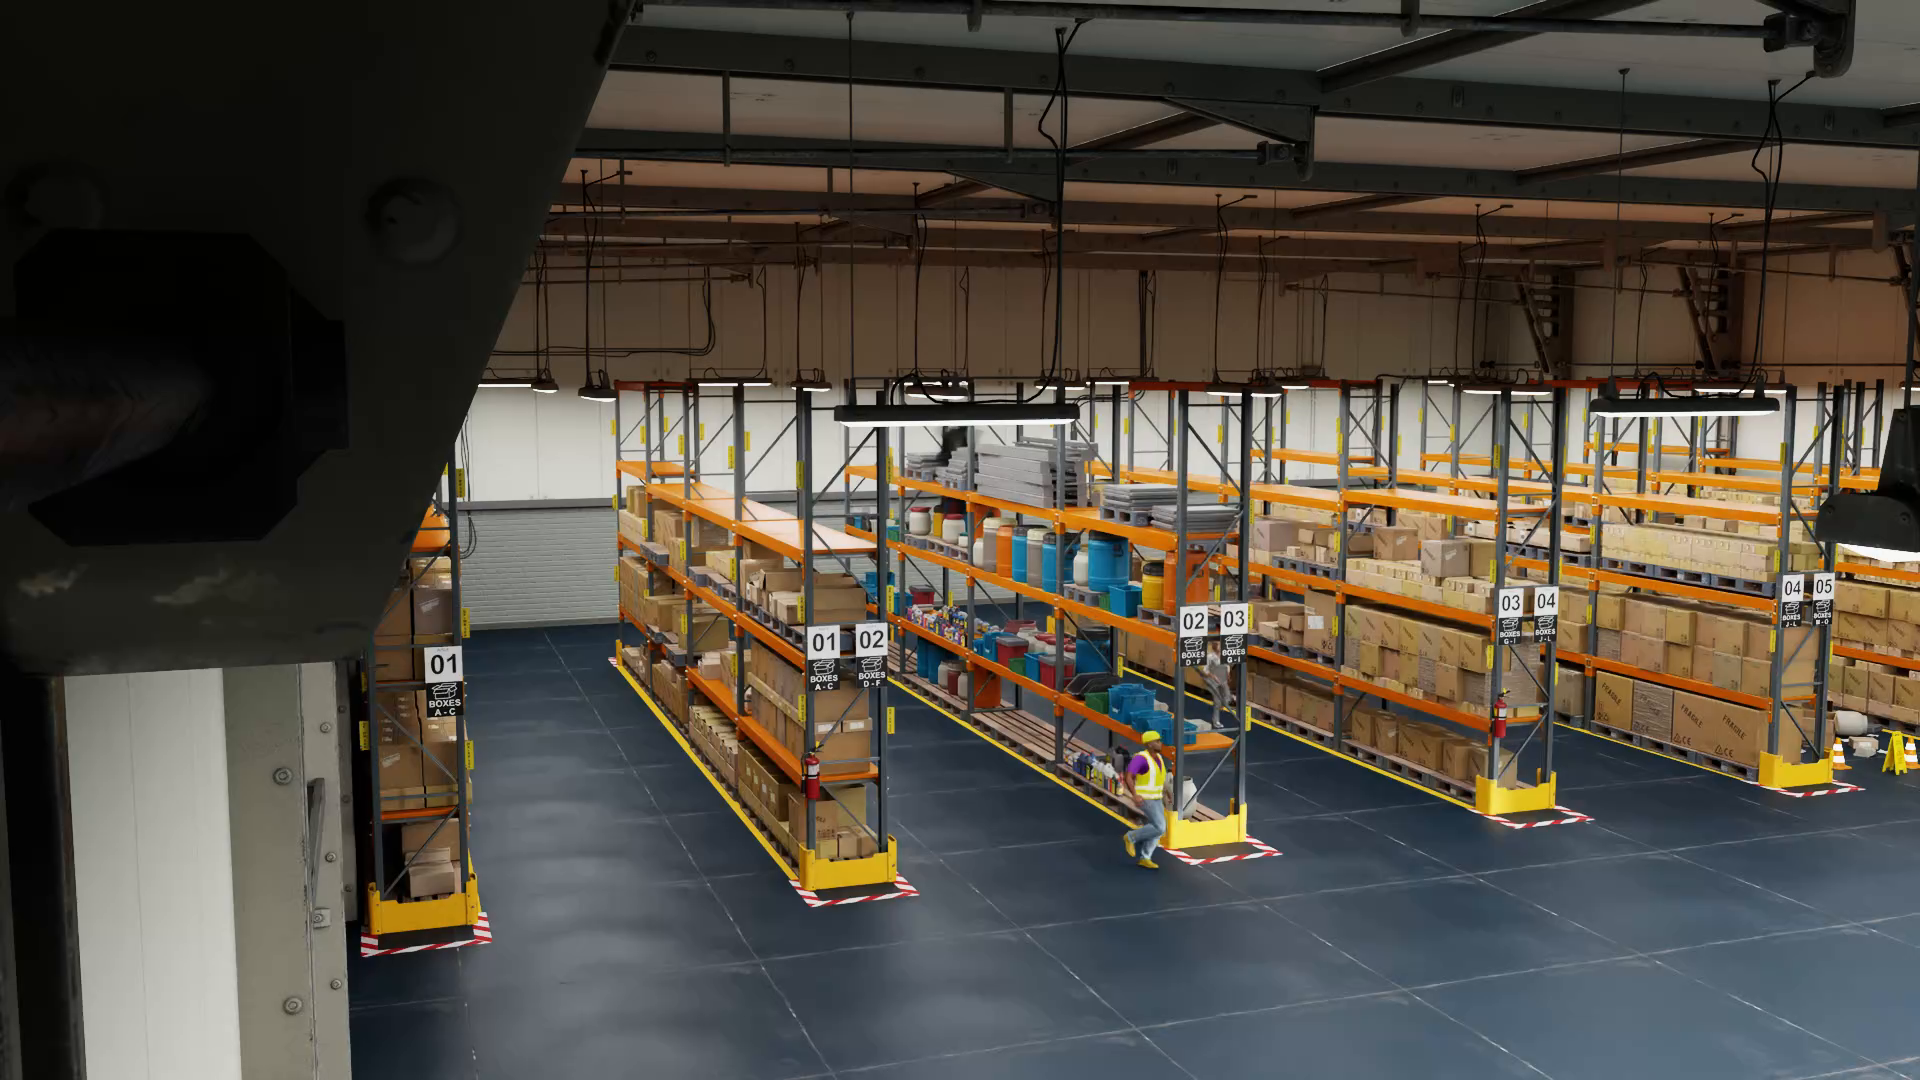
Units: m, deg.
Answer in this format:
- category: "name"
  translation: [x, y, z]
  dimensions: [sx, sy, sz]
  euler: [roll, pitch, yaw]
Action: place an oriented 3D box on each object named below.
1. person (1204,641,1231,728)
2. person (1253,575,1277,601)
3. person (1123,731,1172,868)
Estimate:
- category: "person"
  translation: [4.496, 2.499, 28.945]
  dimensions: [0.512, 1.554, 0.530]
  euler: [-2, 6, -20]
- category: "person"
  translation: [6.712, 1.579, 36.454]
  dimensions: [0.699, 1.825, 0.945]
  euler: [-2, 6, -18]
- category: "person"
  translation: [2.424, 3.265, 21.084]
  dimensions: [0.543, 1.692, 0.745]
  euler: [4, 7, 34]
